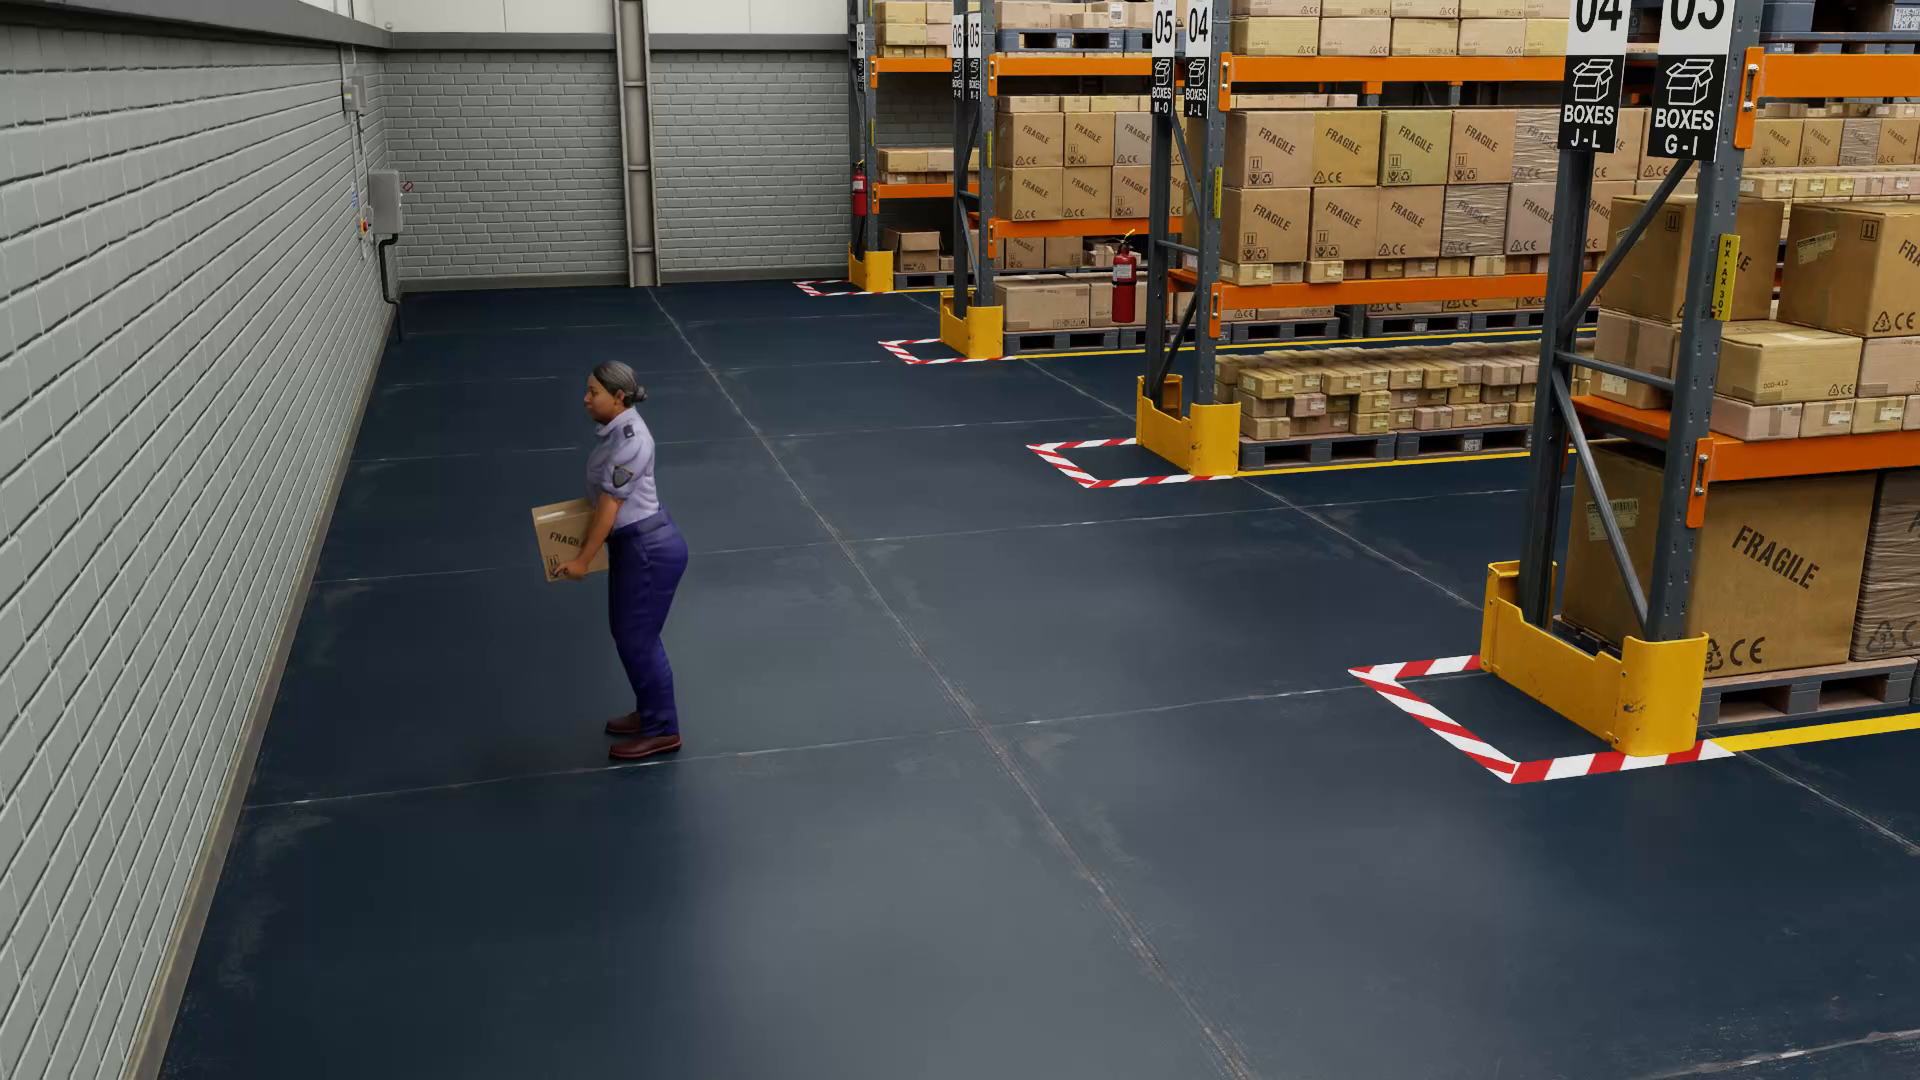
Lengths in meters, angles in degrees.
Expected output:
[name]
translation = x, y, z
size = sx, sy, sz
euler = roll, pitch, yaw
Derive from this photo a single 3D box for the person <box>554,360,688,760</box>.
[person]
translation = -1.399, 0.074, 6.833
size = 0.544, 1.641, 0.435
euler = -5, 17, -16
